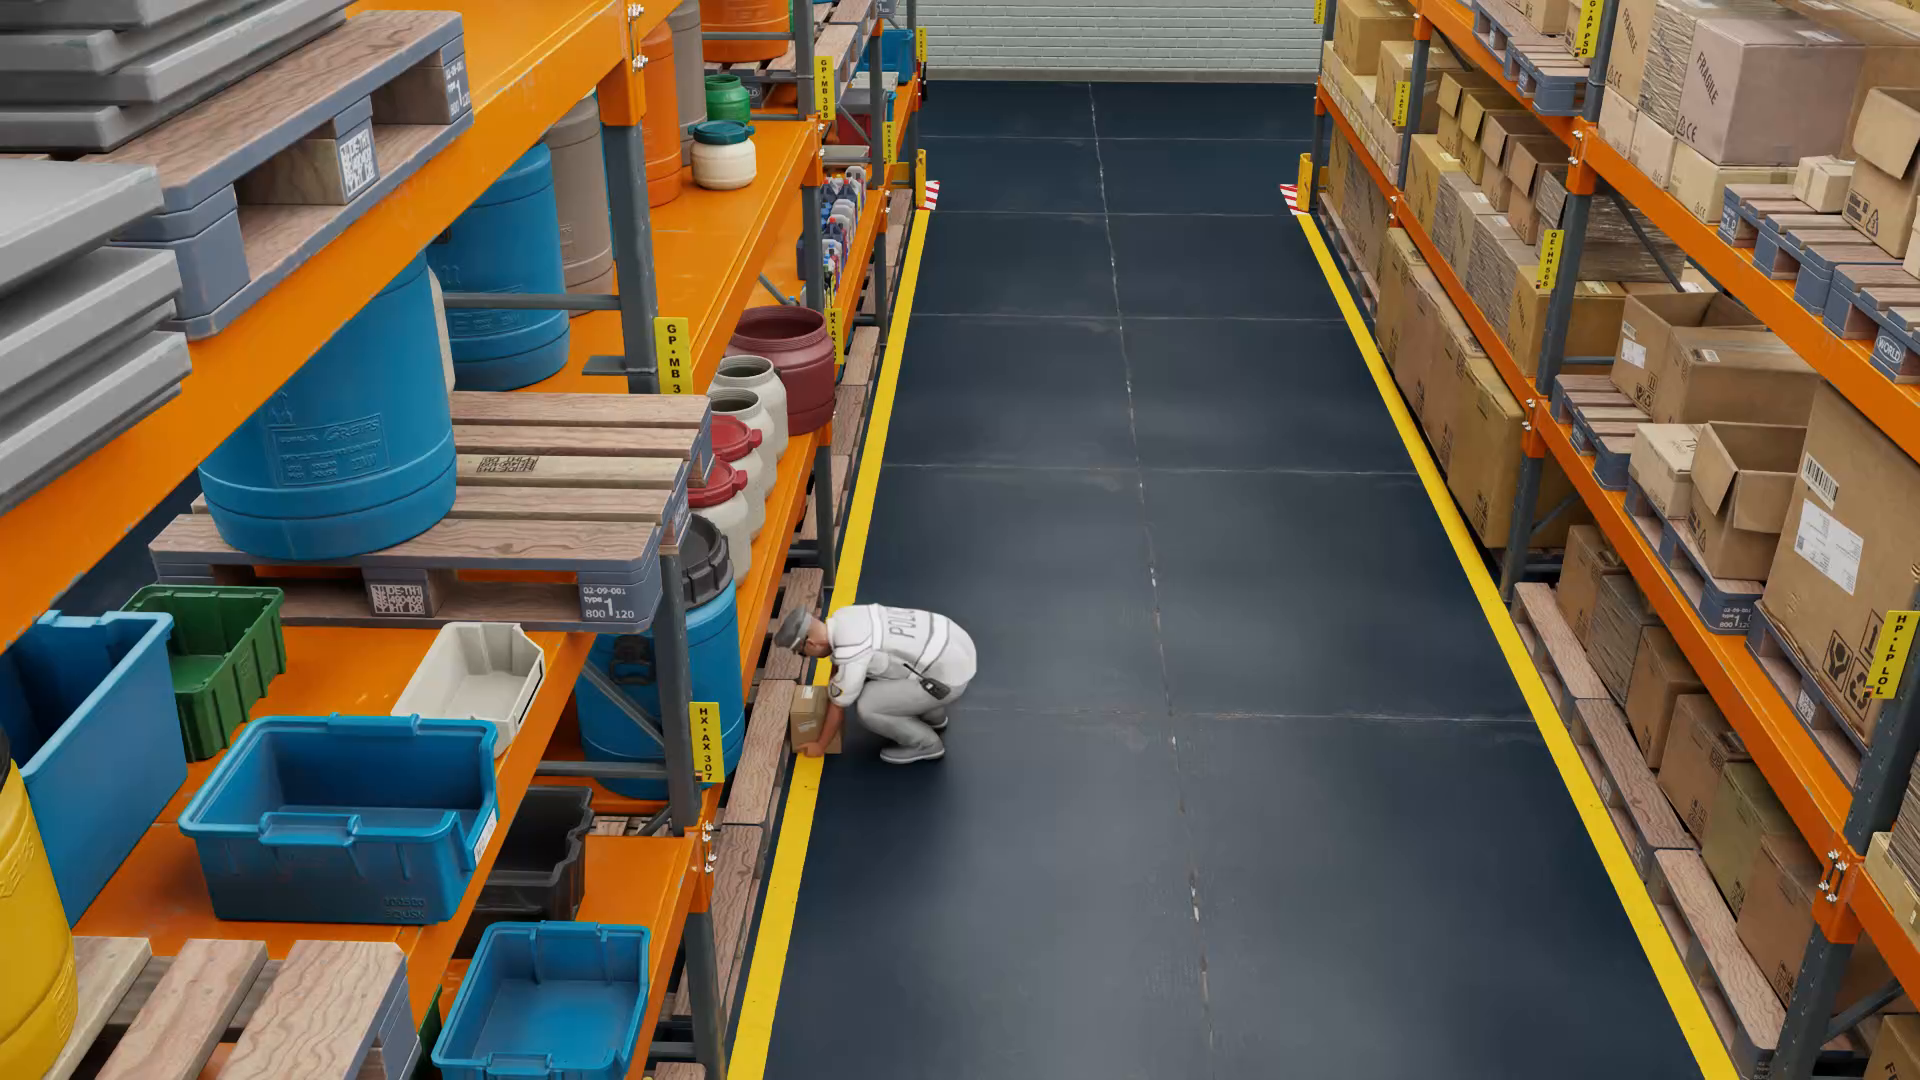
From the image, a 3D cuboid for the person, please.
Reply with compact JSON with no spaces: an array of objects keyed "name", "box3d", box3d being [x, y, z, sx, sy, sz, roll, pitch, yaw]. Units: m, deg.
[{"name":"person","box3d":[-0.418,0.699,8.359,1.002,0.871,0.537,0,28,1]}]
